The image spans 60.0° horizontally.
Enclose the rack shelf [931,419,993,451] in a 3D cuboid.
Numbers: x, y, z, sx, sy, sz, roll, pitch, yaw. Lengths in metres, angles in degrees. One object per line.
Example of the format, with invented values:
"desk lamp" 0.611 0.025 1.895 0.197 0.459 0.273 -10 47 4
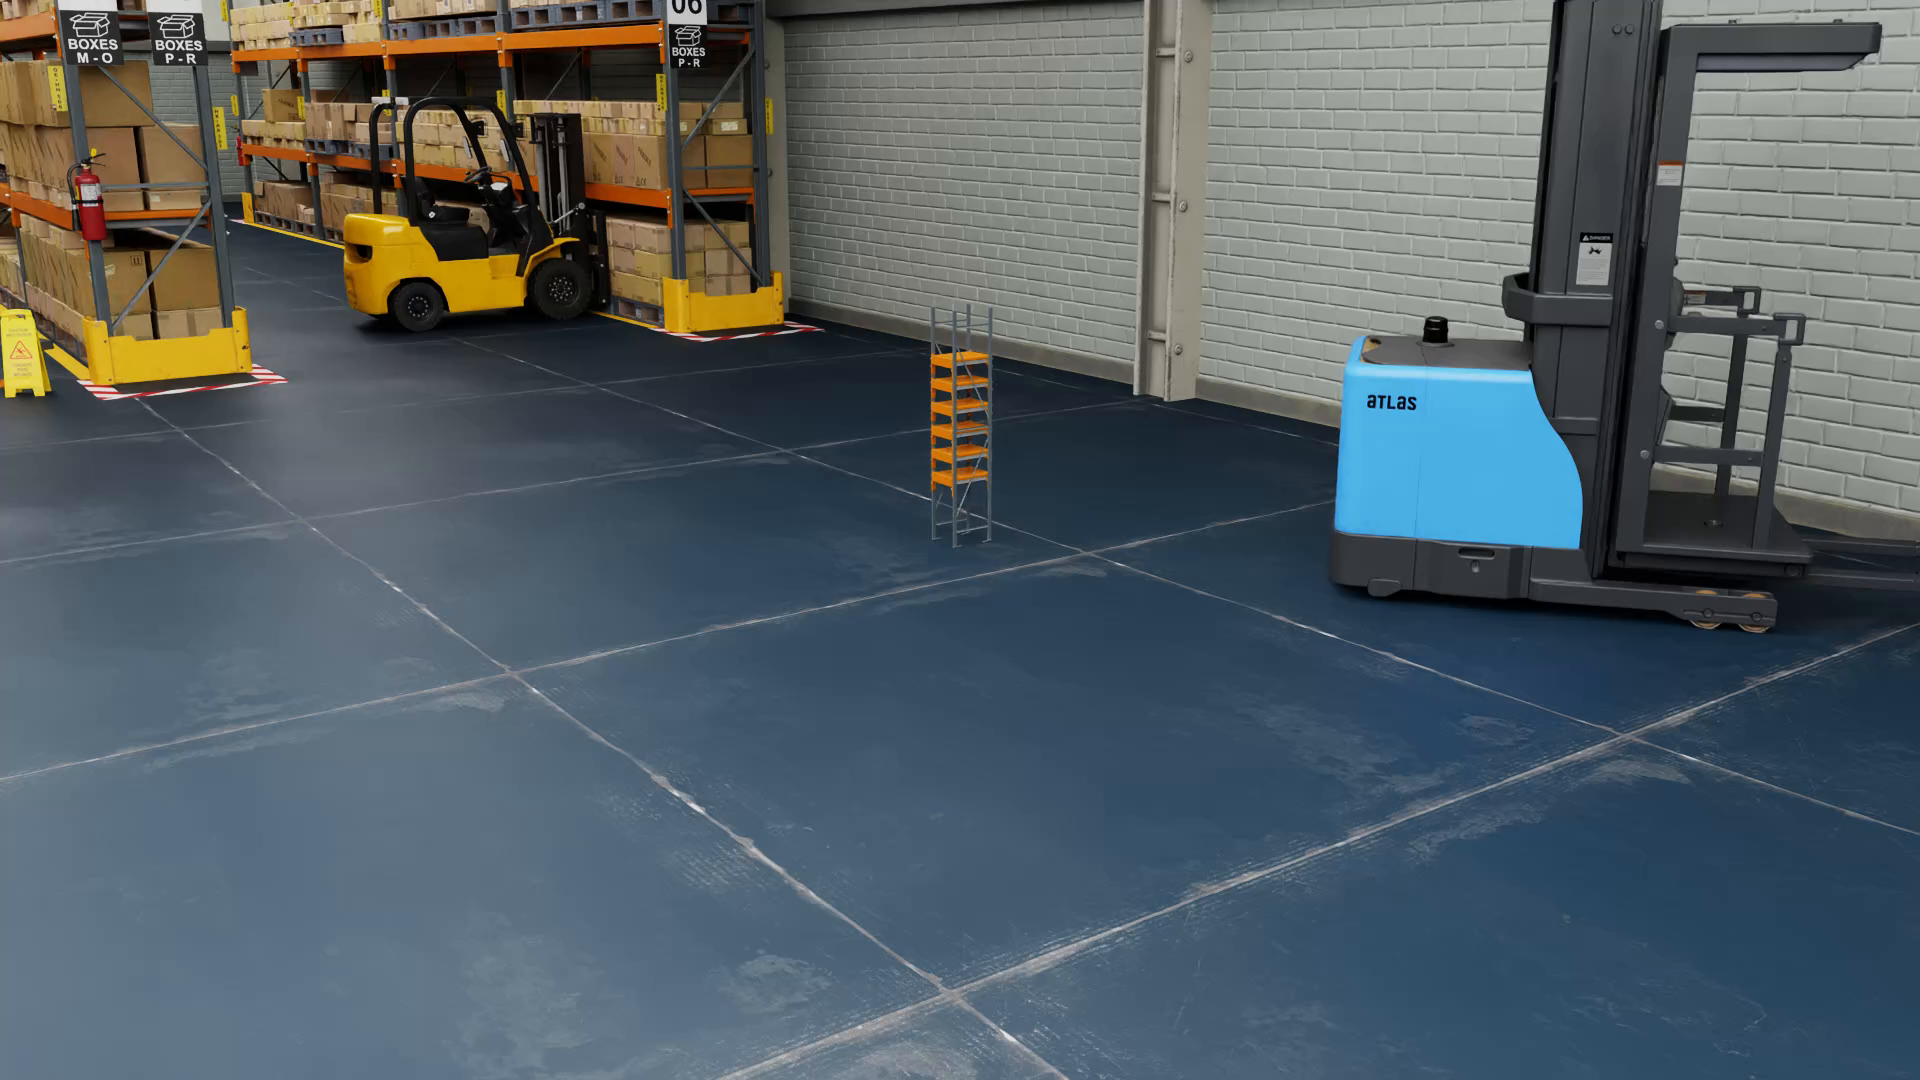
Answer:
"rack shelf" 0.009 -0.533 8.418 0.258 0.103 0.180 -11 19 -35

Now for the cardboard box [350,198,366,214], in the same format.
"cardboard box" -8.339 -4.620 23.712 0.500 0.500 0.500 -12 19 -37

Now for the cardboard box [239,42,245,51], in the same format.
"cardboard box" -11.705 -8.168 27.530 0.380 0.149 0.250 -10 18 -33

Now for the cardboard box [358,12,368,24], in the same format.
"cardboard box" -7.855 -7.008 22.345 0.380 0.149 0.250 -11 19 -35

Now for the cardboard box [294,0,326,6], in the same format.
"cardboard box" -9.457 -7.893 24.194 0.396 0.266 0.258 -11 19 -35

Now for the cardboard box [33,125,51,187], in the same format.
"cardboard box" -7.433 -3.238 13.973 0.500 0.500 0.500 -11 19 -35

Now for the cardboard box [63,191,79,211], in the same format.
"cardboard box" -6.941 -2.721 13.311 0.380 0.149 0.250 -11 19 -35

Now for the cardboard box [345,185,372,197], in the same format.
"cardboard box" -8.682 -5.068 24.122 0.380 0.149 0.250 -11 19 -35

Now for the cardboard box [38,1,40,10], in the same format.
"cardboard box" -7.047 -4.227 13.132 0.380 0.149 0.250 -10 18 -33

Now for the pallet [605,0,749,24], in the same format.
"pallet" -2.691 -5.089 15.972 1.003 0.211 1.213 -11 19 -35

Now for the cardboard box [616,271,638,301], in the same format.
"cardboard box" -3.113 -2.565 16.679 0.500 0.250 0.500 -11 19 -35

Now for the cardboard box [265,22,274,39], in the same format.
"cardboard box" -10.444 -7.895 25.777 0.500 0.250 0.500 -10 18 -33

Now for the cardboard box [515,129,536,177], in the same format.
"cardboard box" -4.599 -4.297 18.404 0.500 0.500 0.500 -12 19 -36

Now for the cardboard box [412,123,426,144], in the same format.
"cardboard box" -6.643 -5.167 21.109 0.500 0.250 0.500 -10 18 -33

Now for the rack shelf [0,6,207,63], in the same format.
"rack shelf" -7.485 -4.285 14.232 1.077 0.370 4.000 -11 19 -35

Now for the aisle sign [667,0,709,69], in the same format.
"aisle sign" -2.495 -4.724 15.229 0.394 0.787 0.004 -11 19 -35

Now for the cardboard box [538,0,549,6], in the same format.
"cardboard box" -4.178 -5.653 17.358 0.380 0.149 0.250 -10 18 -33

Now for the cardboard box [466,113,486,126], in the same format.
"cardboard box" -5.558 -4.932 19.495 0.380 0.149 0.250 -12 19 -36

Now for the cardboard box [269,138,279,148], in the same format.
"cardboard box" -10.844 -6.376 26.667 0.380 0.149 0.250 -10 18 -33

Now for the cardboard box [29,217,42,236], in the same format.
"cardboard box" -8.204 -2.850 15.071 0.380 0.149 0.250 -10 18 -32

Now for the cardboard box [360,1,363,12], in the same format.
"cardboard box" -7.824 -7.158 22.330 0.380 0.149 0.250 -11 19 -35

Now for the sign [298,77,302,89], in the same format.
"sign" -11.243 -7.739 28.378 0.100 0.325 0.005 -11 19 -35

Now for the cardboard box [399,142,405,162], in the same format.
"cardboard box" -6.937 -5.033 21.567 0.500 0.250 0.500 -11 19 -34

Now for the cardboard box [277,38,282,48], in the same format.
"cardboard box" -10.236 -7.613 25.504 0.380 0.149 0.250 -11 19 -35

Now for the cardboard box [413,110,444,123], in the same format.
"cardboard box" -6.721 -5.378 21.124 0.380 0.149 0.250 -10 18 -33

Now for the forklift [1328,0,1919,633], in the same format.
"forklift" 3.272 -1.172 7.306 3.031 2.935 1.130 4 16 15

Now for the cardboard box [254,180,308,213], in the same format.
"cardboard box" -11.421 -5.799 28.016 0.797 0.503 0.637 -12 19 -37

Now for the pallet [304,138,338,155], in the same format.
"pallet" -8.971 -5.812 24.492 1.003 0.211 1.213 -11 19 -35

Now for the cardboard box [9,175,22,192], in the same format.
"cardboard box" -8.735 -3.374 15.699 0.380 0.149 0.250 -11 19 -35

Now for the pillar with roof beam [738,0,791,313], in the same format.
"pillar with roof beam" -5.459 -6.044 13.611 9.100 9.000 0.400 -11 19 -35

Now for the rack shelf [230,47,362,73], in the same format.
"rack shelf" -10.528 -7.619 26.412 1.077 0.370 4.000 -11 19 -35

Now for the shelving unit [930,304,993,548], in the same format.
"shelving unit" 0.009 -0.576 8.406 0.258 1.200 0.189 -11 19 -35

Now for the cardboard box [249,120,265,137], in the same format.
"cardboard box" -11.359 -6.771 27.354 0.500 0.250 0.500 -11 19 -34

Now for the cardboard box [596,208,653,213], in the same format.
"cardboard box" -3.606 -3.451 18.023 0.500 0.250 0.500 -11 19 -34

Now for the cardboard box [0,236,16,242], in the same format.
"cardboard box" -10.689 -3.280 19.059 0.950 0.372 0.625 -12 20 -38

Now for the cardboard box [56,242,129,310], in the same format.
"cardboard box" -7.301 -2.238 14.063 0.500 0.500 0.500 -10 18 -33

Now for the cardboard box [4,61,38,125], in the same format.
"cardboard box" -7.461 -3.710 13.801 0.700 0.500 0.500 -11 19 -35

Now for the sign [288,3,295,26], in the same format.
"sign" -9.787 -7.702 24.375 0.100 0.325 0.005 -11 19 -35

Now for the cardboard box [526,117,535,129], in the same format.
"cardboard box" -4.520 -4.581 18.213 0.380 0.149 0.250 -10 18 -33

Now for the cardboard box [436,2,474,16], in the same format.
"cardboard box" -5.994 -6.313 19.767 0.380 0.149 0.250 -11 19 -35

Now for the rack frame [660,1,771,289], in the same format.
"rack frame" -2.296 -3.530 15.790 1.000 3.000 0.127 -11 19 -35

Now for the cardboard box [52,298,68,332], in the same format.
"cardboard box" -7.613 -1.988 14.572 0.500 0.250 0.500 -12 19 -37

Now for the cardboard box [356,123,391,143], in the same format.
"cardboard box" -7.882 -5.543 22.636 0.500 0.250 0.500 -12 19 -37

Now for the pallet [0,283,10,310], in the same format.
"pallet" -9.842 -2.694 18.020 1.003 0.211 1.213 -11 19 -35

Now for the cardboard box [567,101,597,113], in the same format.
"cardboard box" -3.879 -4.511 17.396 0.380 0.149 0.250 -11 19 -35

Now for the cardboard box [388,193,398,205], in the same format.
"cardboard box" -7.495 -4.614 22.462 0.380 0.149 0.250 -12 19 -37

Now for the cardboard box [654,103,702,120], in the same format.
"cardboard box" -2.678 -4.078 15.812 0.380 0.149 0.250 -11 19 -34

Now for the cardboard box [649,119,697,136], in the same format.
"cardboard box" -2.727 -3.921 15.803 0.380 0.149 0.250 -11 19 -34

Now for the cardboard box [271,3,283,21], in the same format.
"cardboard box" -10.149 -8.029 25.319 0.500 0.250 0.500 -11 19 -35

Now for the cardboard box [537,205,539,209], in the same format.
"cardboard box" -4.618 -3.590 18.531 0.500 0.250 0.500 -11 19 -35
